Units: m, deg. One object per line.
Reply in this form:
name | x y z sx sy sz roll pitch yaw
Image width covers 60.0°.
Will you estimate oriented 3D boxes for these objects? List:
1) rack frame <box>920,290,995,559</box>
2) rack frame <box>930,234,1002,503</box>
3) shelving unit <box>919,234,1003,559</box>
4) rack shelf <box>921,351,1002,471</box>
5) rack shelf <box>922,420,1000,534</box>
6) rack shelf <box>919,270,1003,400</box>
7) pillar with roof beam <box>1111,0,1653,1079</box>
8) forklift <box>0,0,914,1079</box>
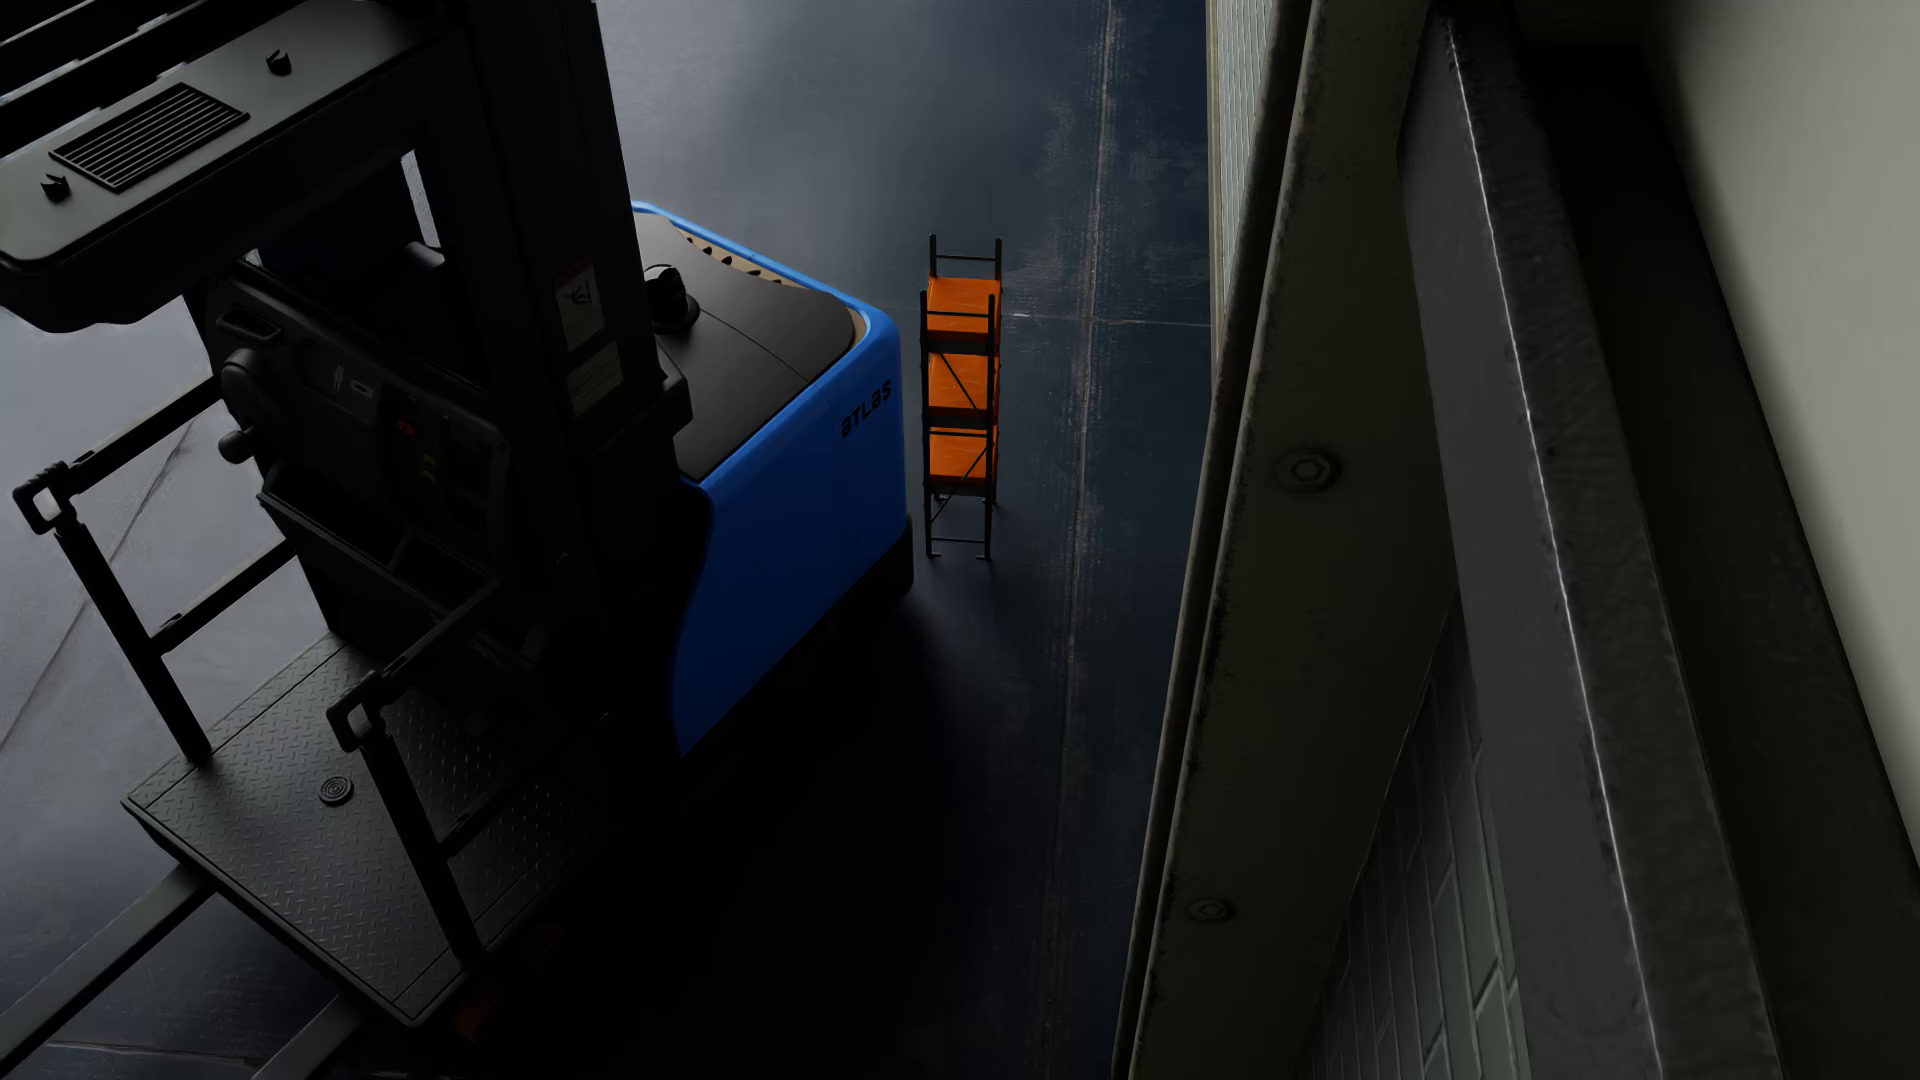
rack frame | -0.006 -0.304 4.817 0.200 1.050 0.008 4 48 4
rack frame | 0.016 -0.483 4.981 0.200 1.050 0.008 4 48 4
shelving unit | 0.005 -0.394 4.899 0.215 1.050 0.252 4 48 4
rack shelf | 0.005 -0.387 4.906 0.215 0.259 0.240 4 48 4
rack shelf | 0.005 -0.199 5.111 0.215 0.259 0.240 4 48 4
rack shelf | 0.005 -0.578 4.697 0.215 0.259 0.240 4 48 4
pillar with roof beam | -3.779 -1.896 0.885 9.100 9.000 0.400 4 48 4
forklift | -1.400 -0.156 3.406 1.130 2.935 3.031 27 53 23
